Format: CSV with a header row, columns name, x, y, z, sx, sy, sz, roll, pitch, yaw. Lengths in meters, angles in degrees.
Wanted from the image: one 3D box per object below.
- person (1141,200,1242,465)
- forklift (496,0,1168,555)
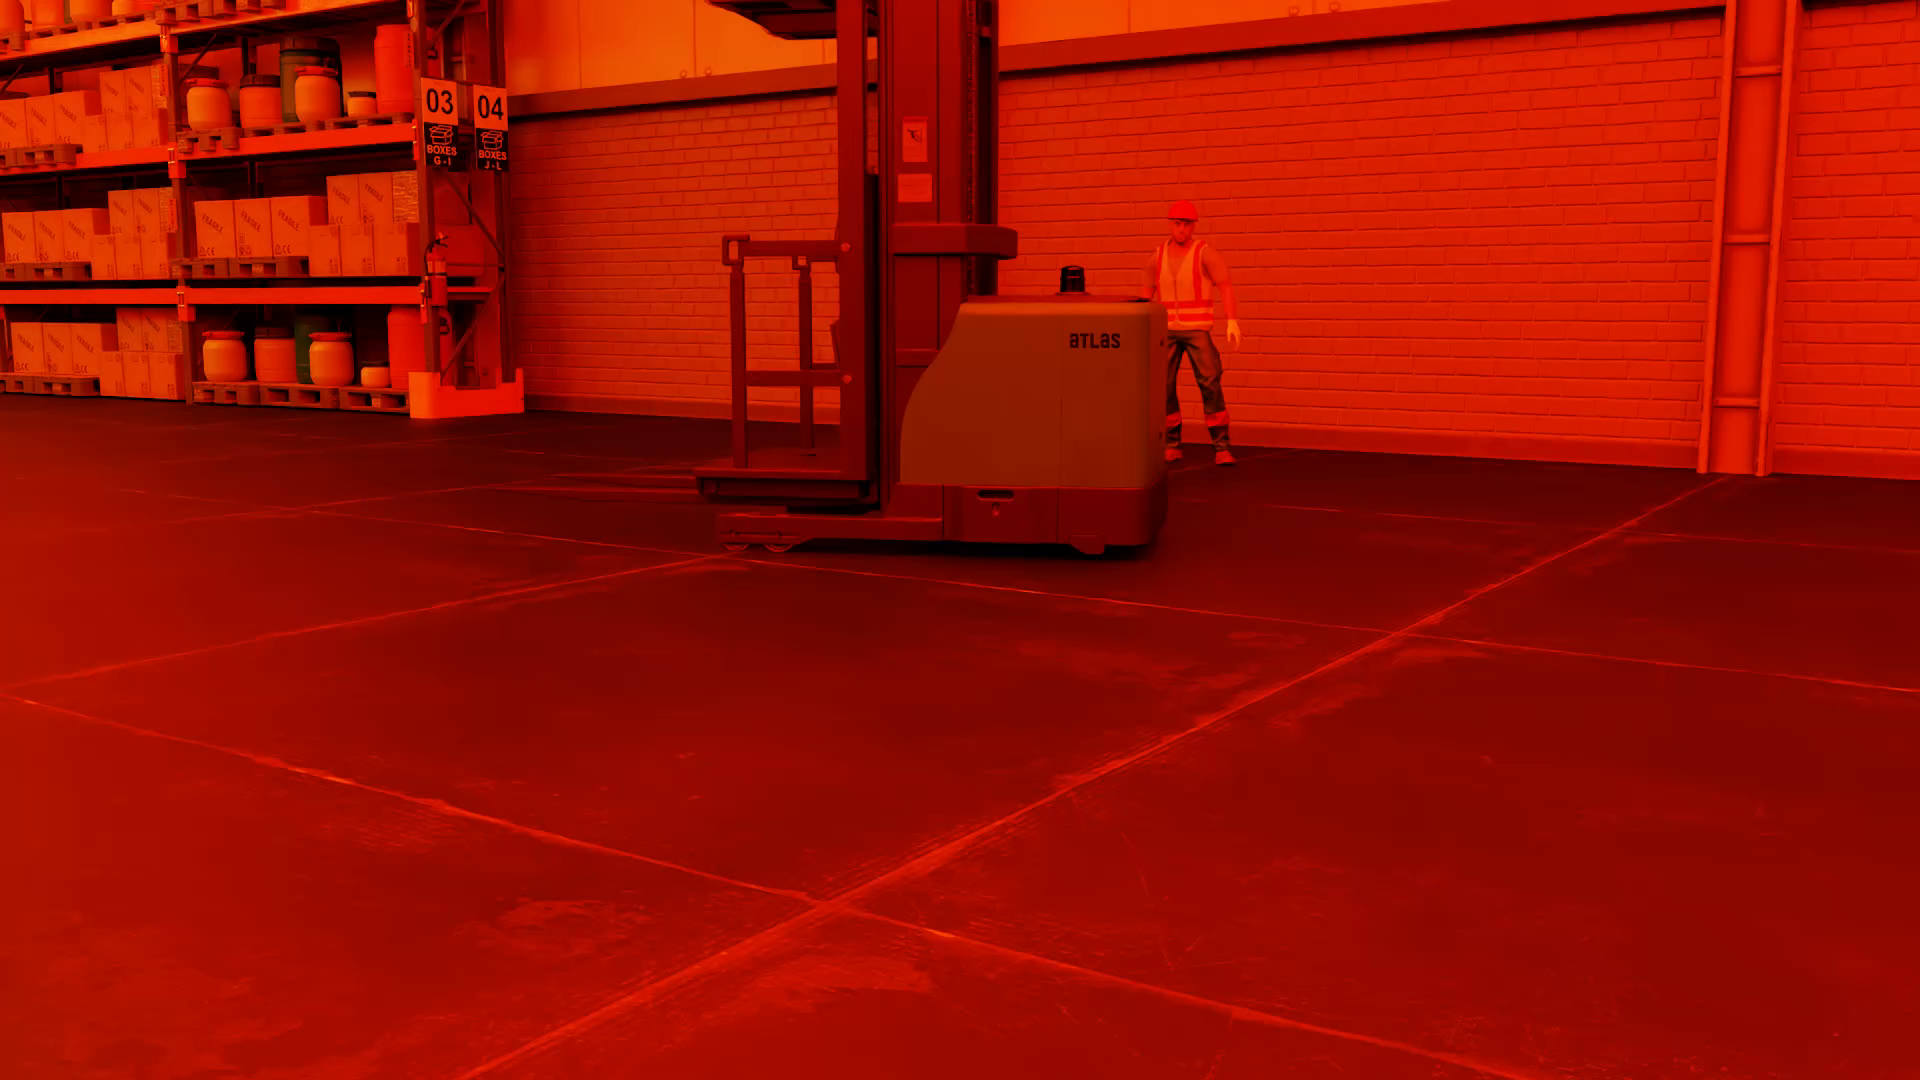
name,x,y,z,sx,sy,sz,roll,pitch,yaw
person,1.514,-1.402,11.232,0.818,1.755,0.420,4,9,26
forklift,-0.596,-1.469,7.520,3.031,2.935,1.130,2,8,12
